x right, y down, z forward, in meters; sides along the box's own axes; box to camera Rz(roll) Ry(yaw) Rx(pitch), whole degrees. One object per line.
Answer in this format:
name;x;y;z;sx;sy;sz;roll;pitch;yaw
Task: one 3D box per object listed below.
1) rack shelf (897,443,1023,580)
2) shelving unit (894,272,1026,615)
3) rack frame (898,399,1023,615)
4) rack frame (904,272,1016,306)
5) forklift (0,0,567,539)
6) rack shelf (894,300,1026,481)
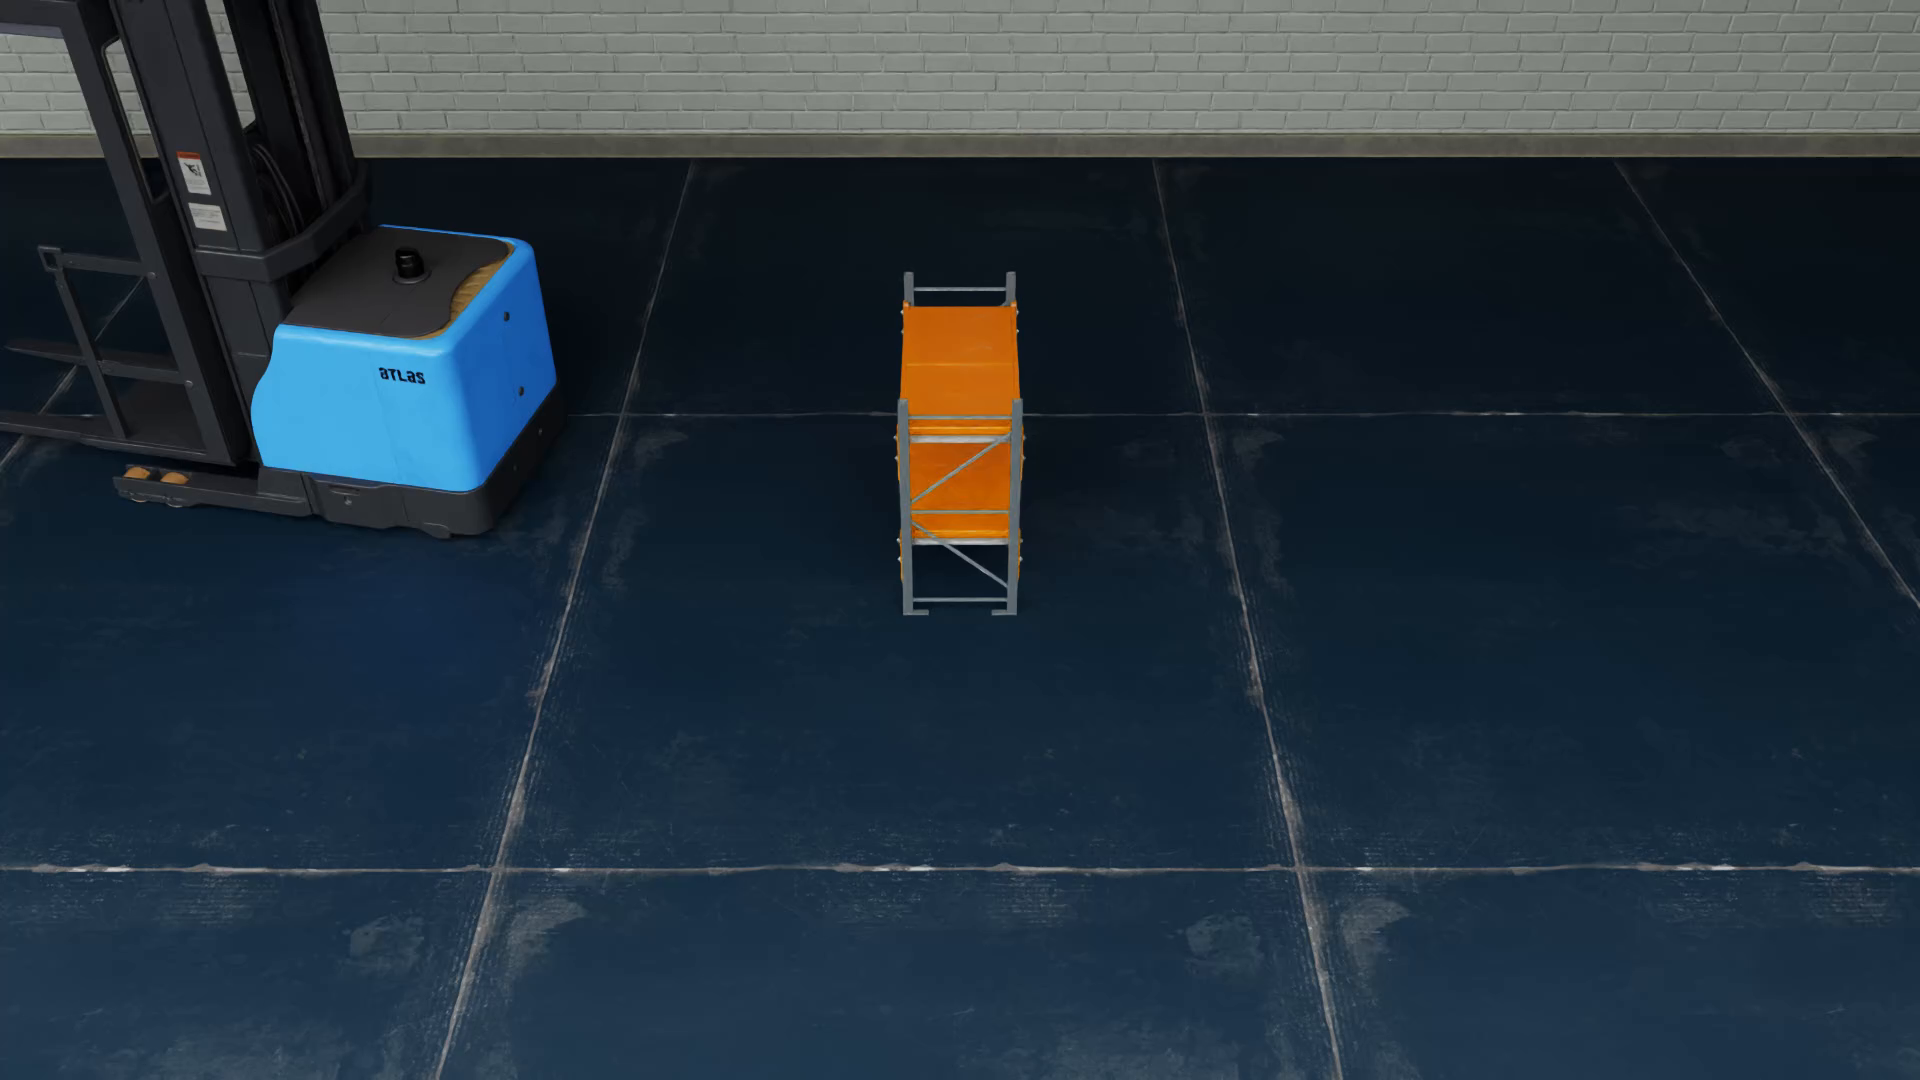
rack shelf;0.000;-0.244;7.546;0.538;0.278;1.000;0;39;0
shelving unit;0.000;-0.435;7.393;0.538;1.125;1.048;0;39;0
rack frame;0.001;-0.117;6.996;0.500;1.125;0.032;0;39;0
rack frame;-0.001;-0.753;7.790;0.500;1.125;0.032;0;39;0
forklift;-3.552;-1.614;7.420;3.031;2.935;1.130;8;39;9
rack shelf;0.000;-0.663;7.210;0.538;0.278;1.000;0;39;0
